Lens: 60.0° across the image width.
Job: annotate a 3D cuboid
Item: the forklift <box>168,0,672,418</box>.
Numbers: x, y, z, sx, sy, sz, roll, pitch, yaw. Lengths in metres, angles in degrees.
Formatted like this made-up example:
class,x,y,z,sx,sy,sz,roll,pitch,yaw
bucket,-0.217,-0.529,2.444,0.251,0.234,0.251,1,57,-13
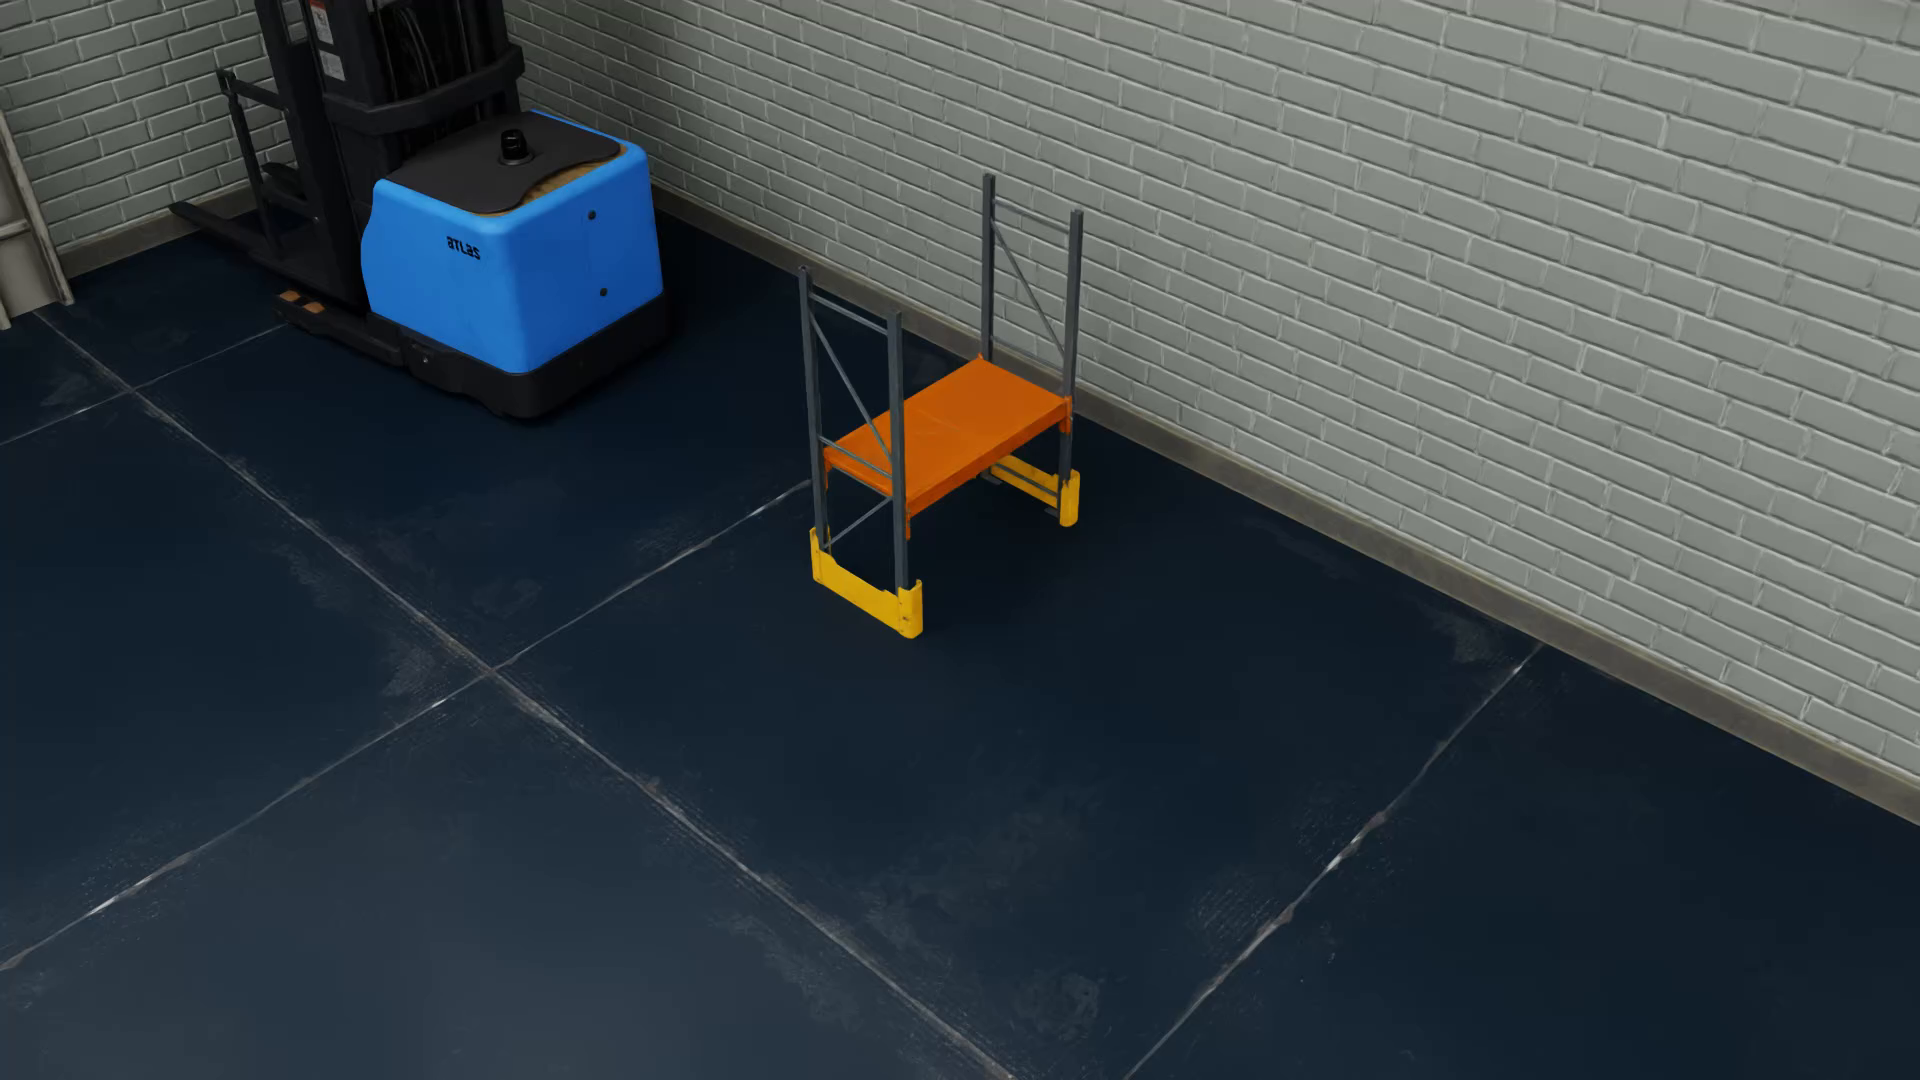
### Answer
class,x,y,z,sx,sy,sz,roll,pitch,yaw
forklift,-2.965,-2.451,7.977,3.031,2.935,1.130,24,44,27

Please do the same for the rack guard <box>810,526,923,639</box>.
class,x,y,z,sx,sy,sz,roll,pitch,yaw
rack guard,-0.387,0.166,6.840,0.587,0.250,0.087,30,47,32

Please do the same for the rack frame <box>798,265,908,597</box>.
class,x,y,z,sx,sy,sz,roll,pitch,yaw
rack frame,-0.401,-0.314,6.440,0.500,1.500,0.032,30,47,32

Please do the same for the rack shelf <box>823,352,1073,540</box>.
class,x,y,z,sx,sy,sz,roll,pitch,yaw
rack shelf,-0.058,-0.407,6.846,0.538,0.185,1.000,30,47,32

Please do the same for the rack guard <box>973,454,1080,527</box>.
class,x,y,z,sx,sy,sz,roll,pitch,yaw
rack guard,0.285,-0.292,7.416,0.587,0.250,0.087,30,47,32

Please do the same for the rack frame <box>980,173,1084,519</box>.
class,x,y,z,sx,sy,sz,roll,pitch,yaw
rack frame,0.285,-0.781,7.028,0.500,1.500,0.032,30,47,32

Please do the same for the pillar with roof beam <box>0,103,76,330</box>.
class,x,y,z,sx,sy,sz,roll,pitch,yaw
pillar with roof beam,-1.768,-2.953,3.734,9.100,9.000,0.400,30,47,32

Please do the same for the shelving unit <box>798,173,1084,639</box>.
class,x,y,z,sx,sy,sz,roll,pitch,yaw
shelving unit,-0.051,-0.552,6.739,0.587,1.500,1.083,30,47,32
